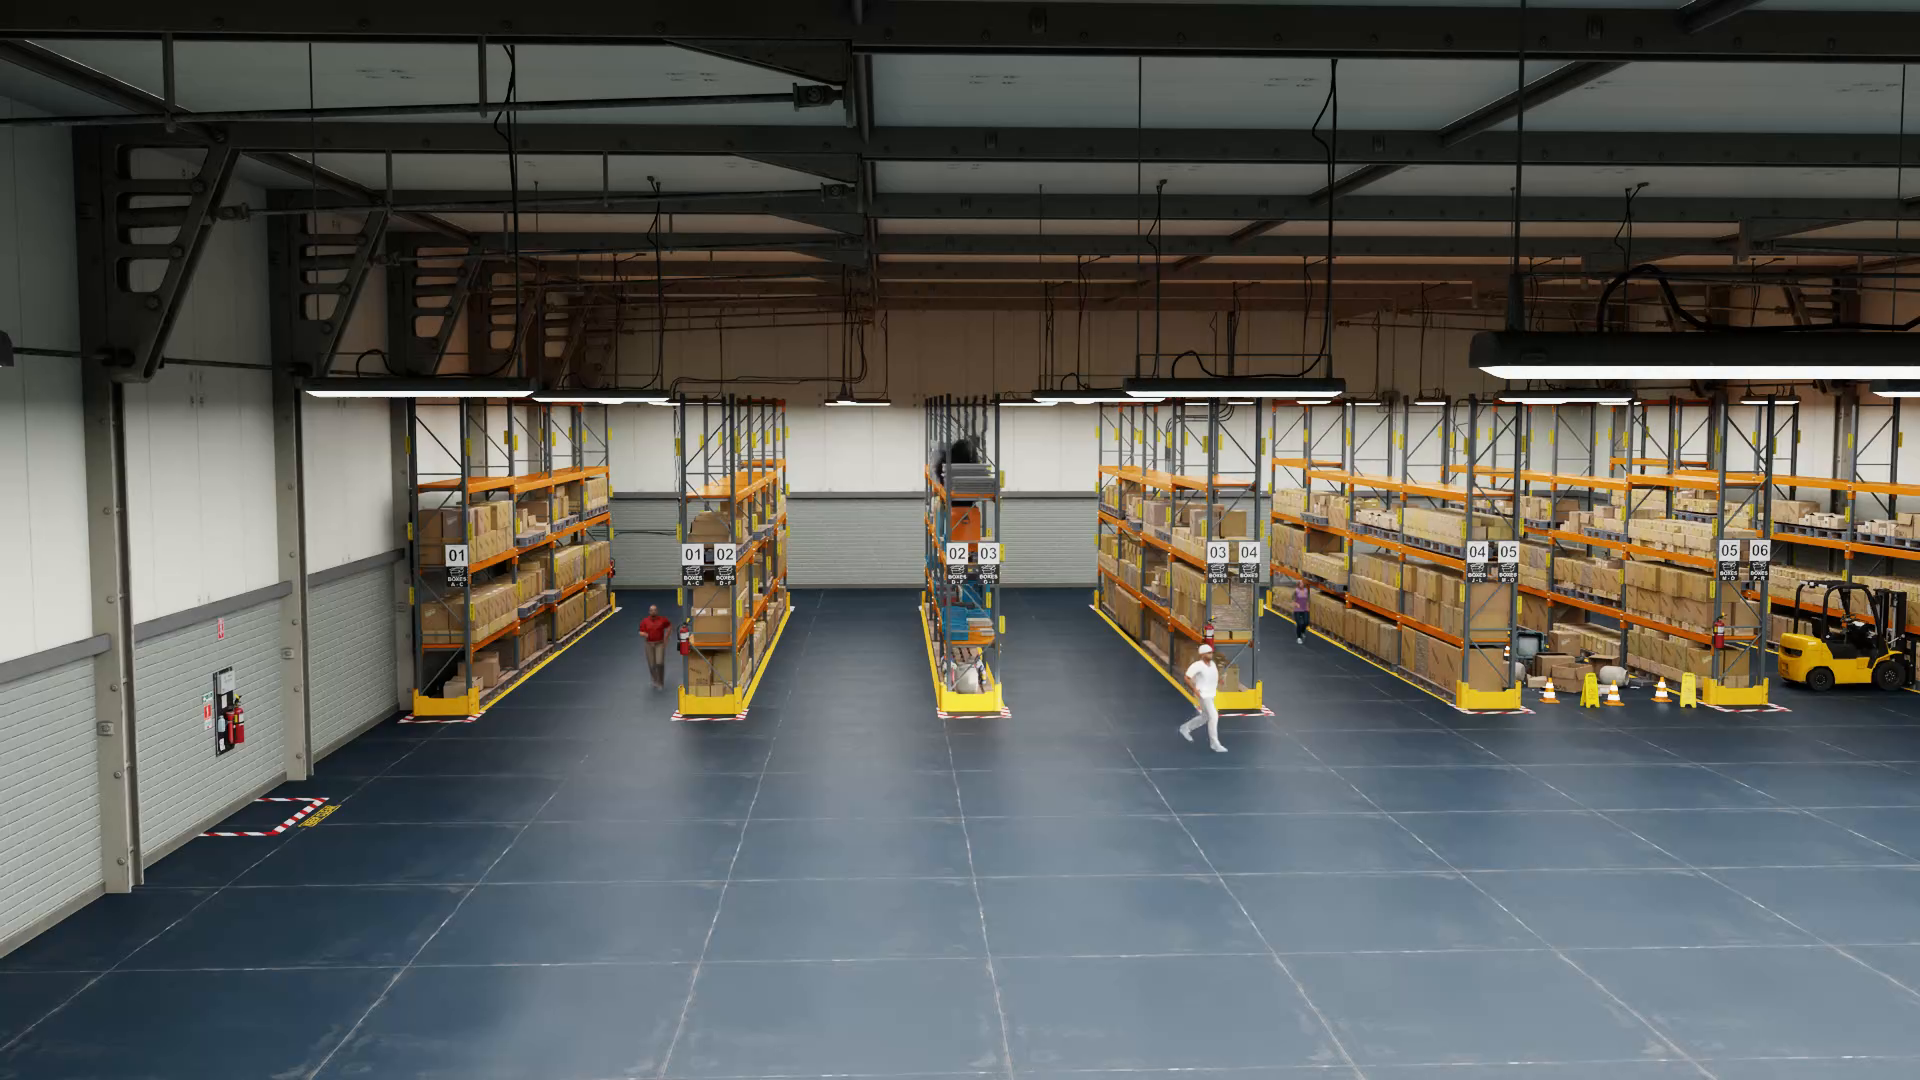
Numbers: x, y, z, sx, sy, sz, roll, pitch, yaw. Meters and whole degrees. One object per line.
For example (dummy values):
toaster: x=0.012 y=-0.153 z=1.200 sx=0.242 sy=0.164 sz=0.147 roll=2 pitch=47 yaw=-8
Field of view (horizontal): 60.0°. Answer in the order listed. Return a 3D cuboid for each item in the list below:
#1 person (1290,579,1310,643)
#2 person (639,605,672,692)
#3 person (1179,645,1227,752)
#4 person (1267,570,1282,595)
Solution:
person: x=8.308 y=1.738 z=40.527 sx=0.538 sy=1.564 sz=0.536 roll=0 pitch=5 yaw=-4
person: x=-6.207 y=2.248 z=33.826 sx=0.638 sy=1.712 sz=0.767 roll=0 pitch=5 yaw=-3
person: x=4.112 y=2.634 z=27.971 sx=0.905 sy=1.775 sz=0.685 roll=3 pitch=5 yaw=35
person: x=9.394 y=1.095 z=49.074 sx=0.605 sy=1.562 sz=0.582 roll=-1 pitch=5 yaw=-6
